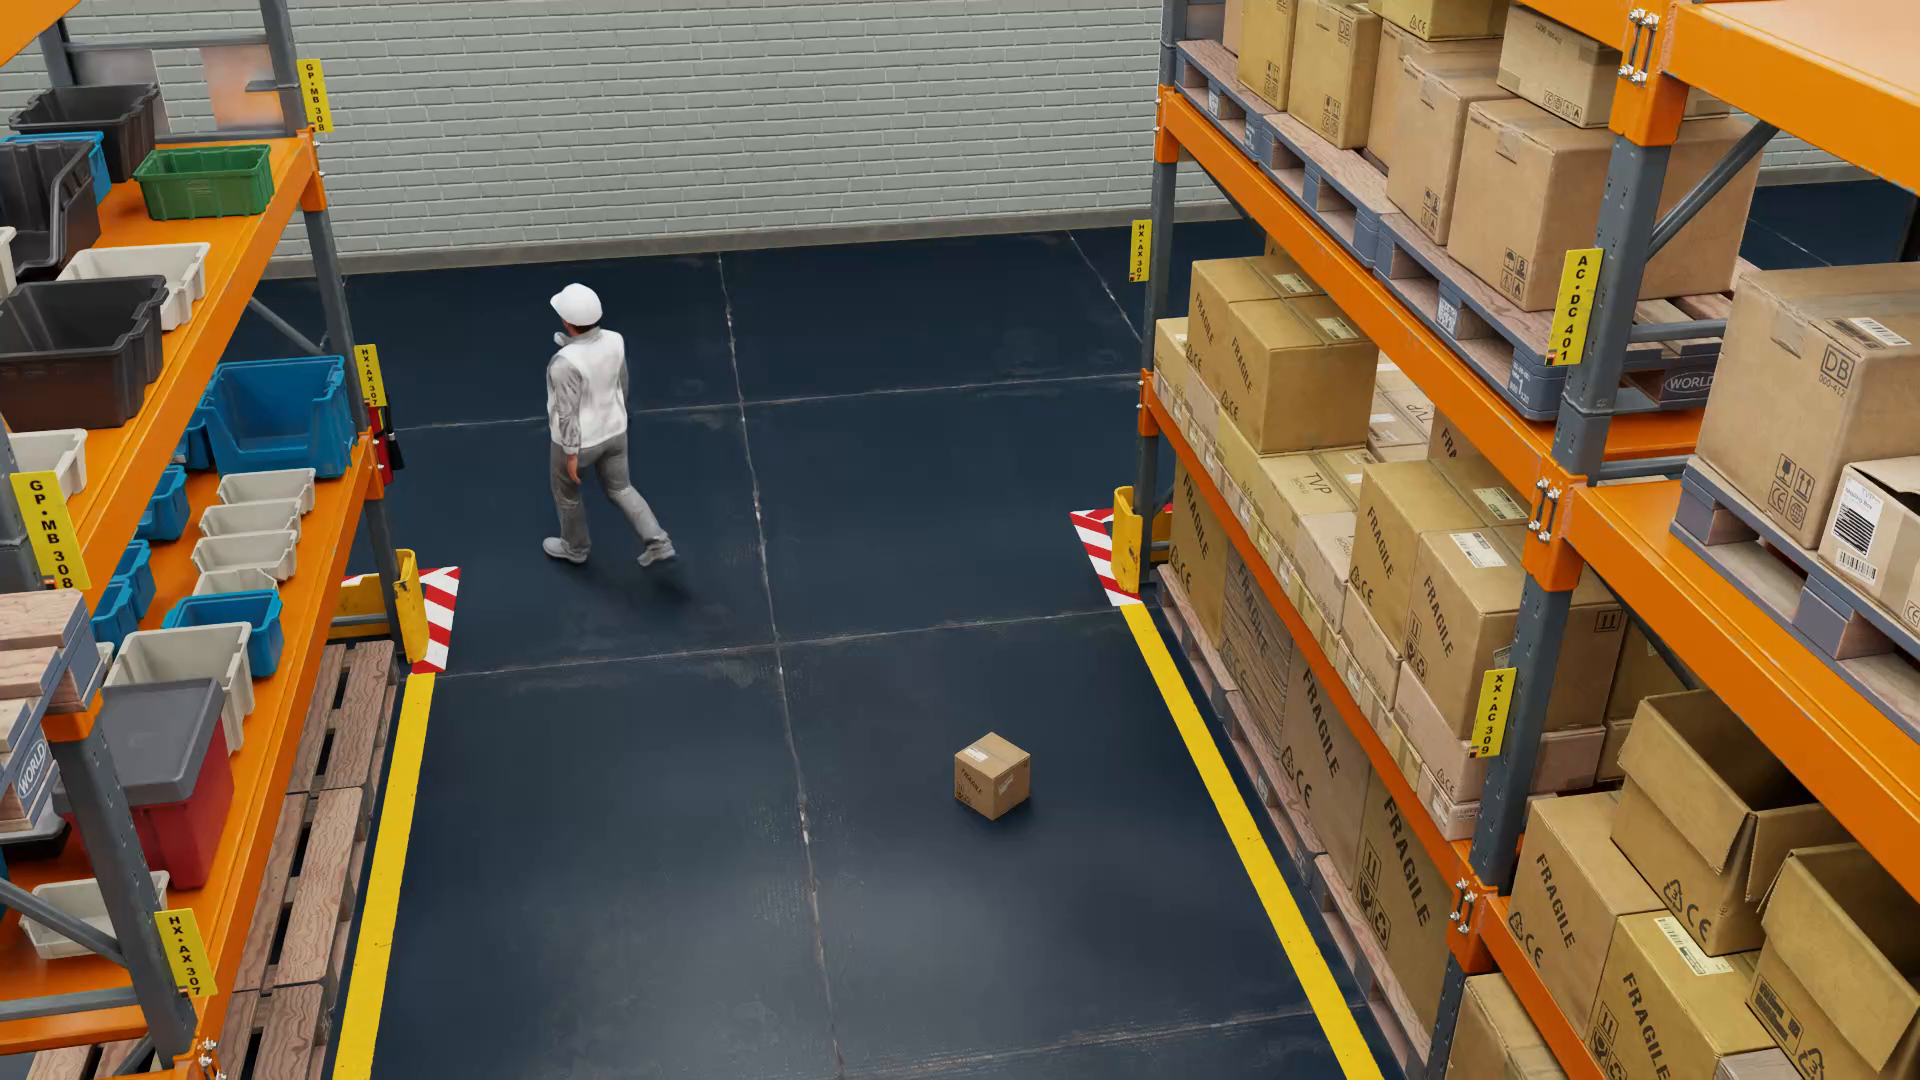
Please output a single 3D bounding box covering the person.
[{"bbox_3d":[-2.004,-0.599,9.122,0.907,1.741,0.549,21,36,31],"label":"person"}]
